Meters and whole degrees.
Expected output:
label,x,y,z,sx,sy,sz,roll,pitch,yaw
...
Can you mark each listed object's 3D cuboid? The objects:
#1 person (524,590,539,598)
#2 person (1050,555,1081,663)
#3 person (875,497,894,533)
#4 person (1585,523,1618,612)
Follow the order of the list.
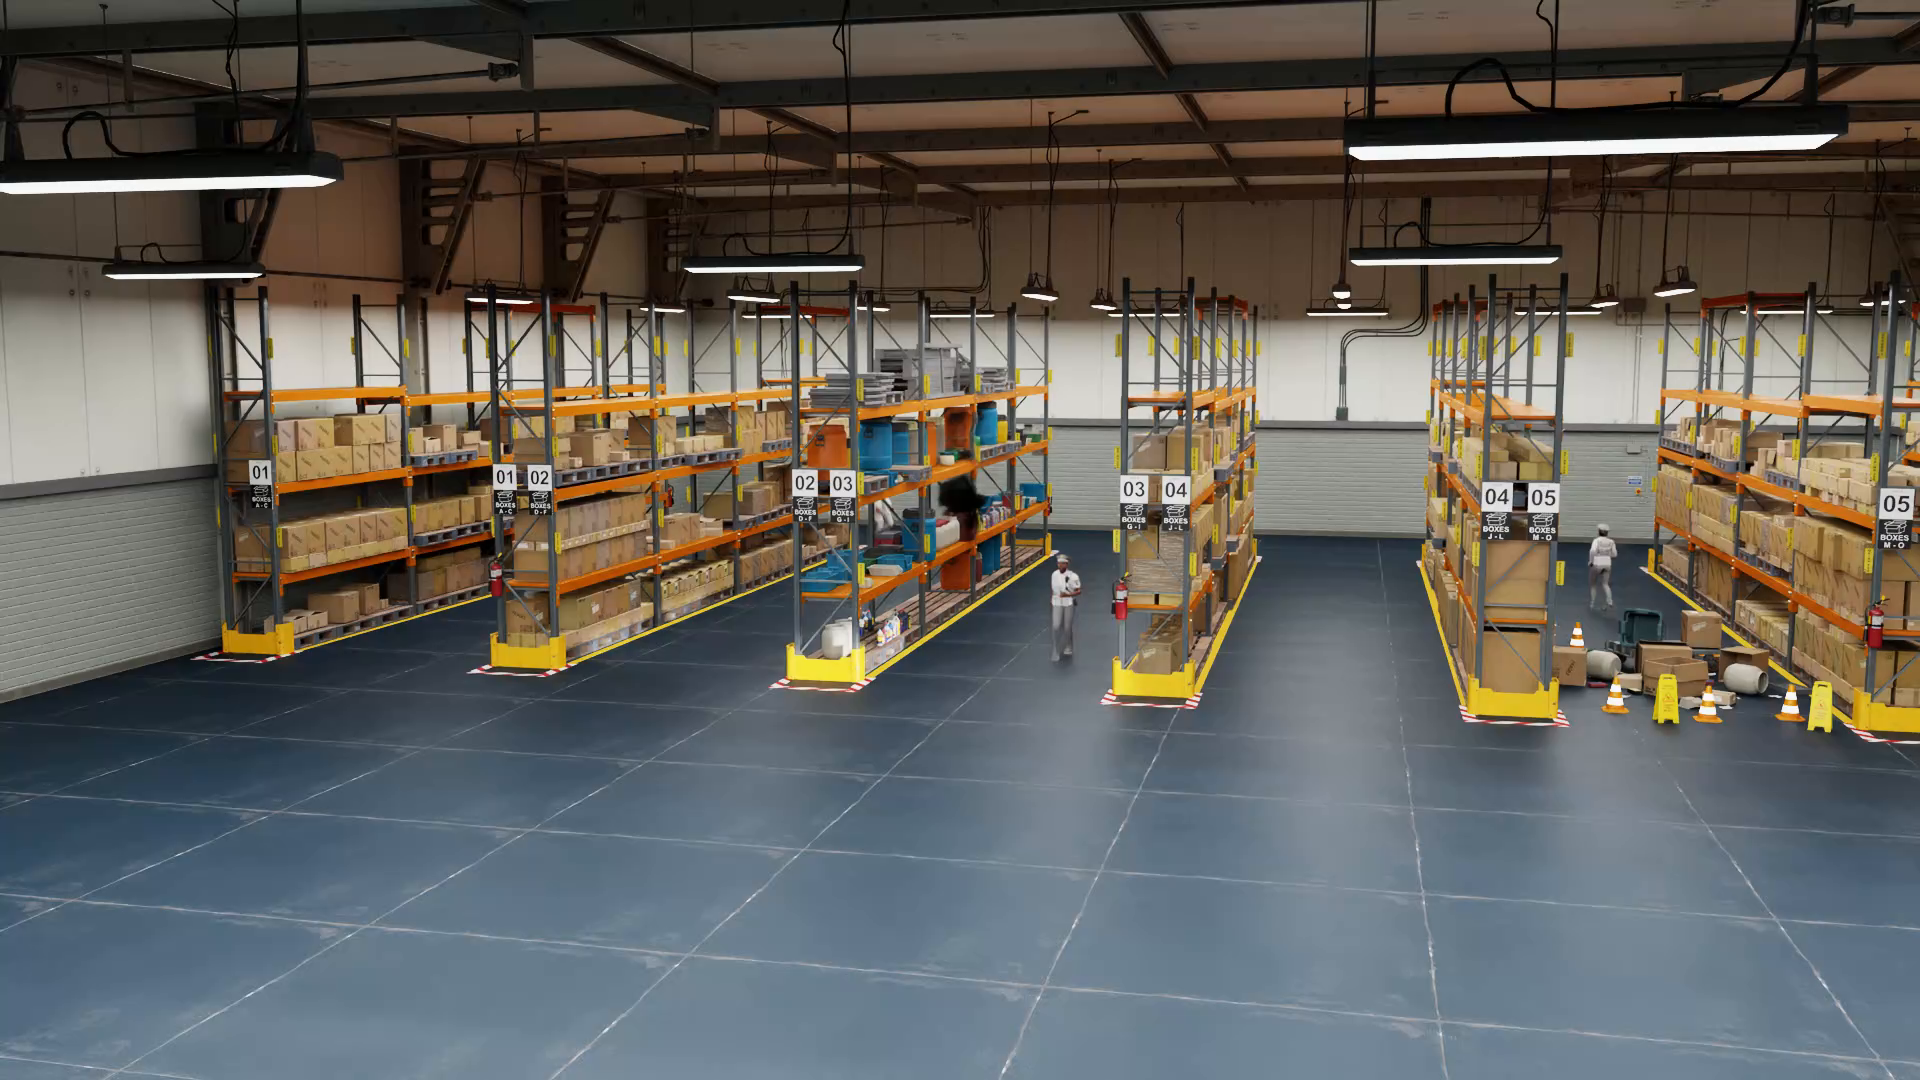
label,x,y,z,sx,sy,sz,roll,pitch,yaw
person,-7.509,0.766,29.527,0.700,1.720,0.592,1,7,9
person,1.699,1.096,26.820,0.555,1.754,0.727,2,7,17
person,-1.989,-0.712,42.223,0.737,1.743,0.598,-5,8,-37
person,12.132,0.544,31.456,0.609,1.722,0.904,0,7,0
